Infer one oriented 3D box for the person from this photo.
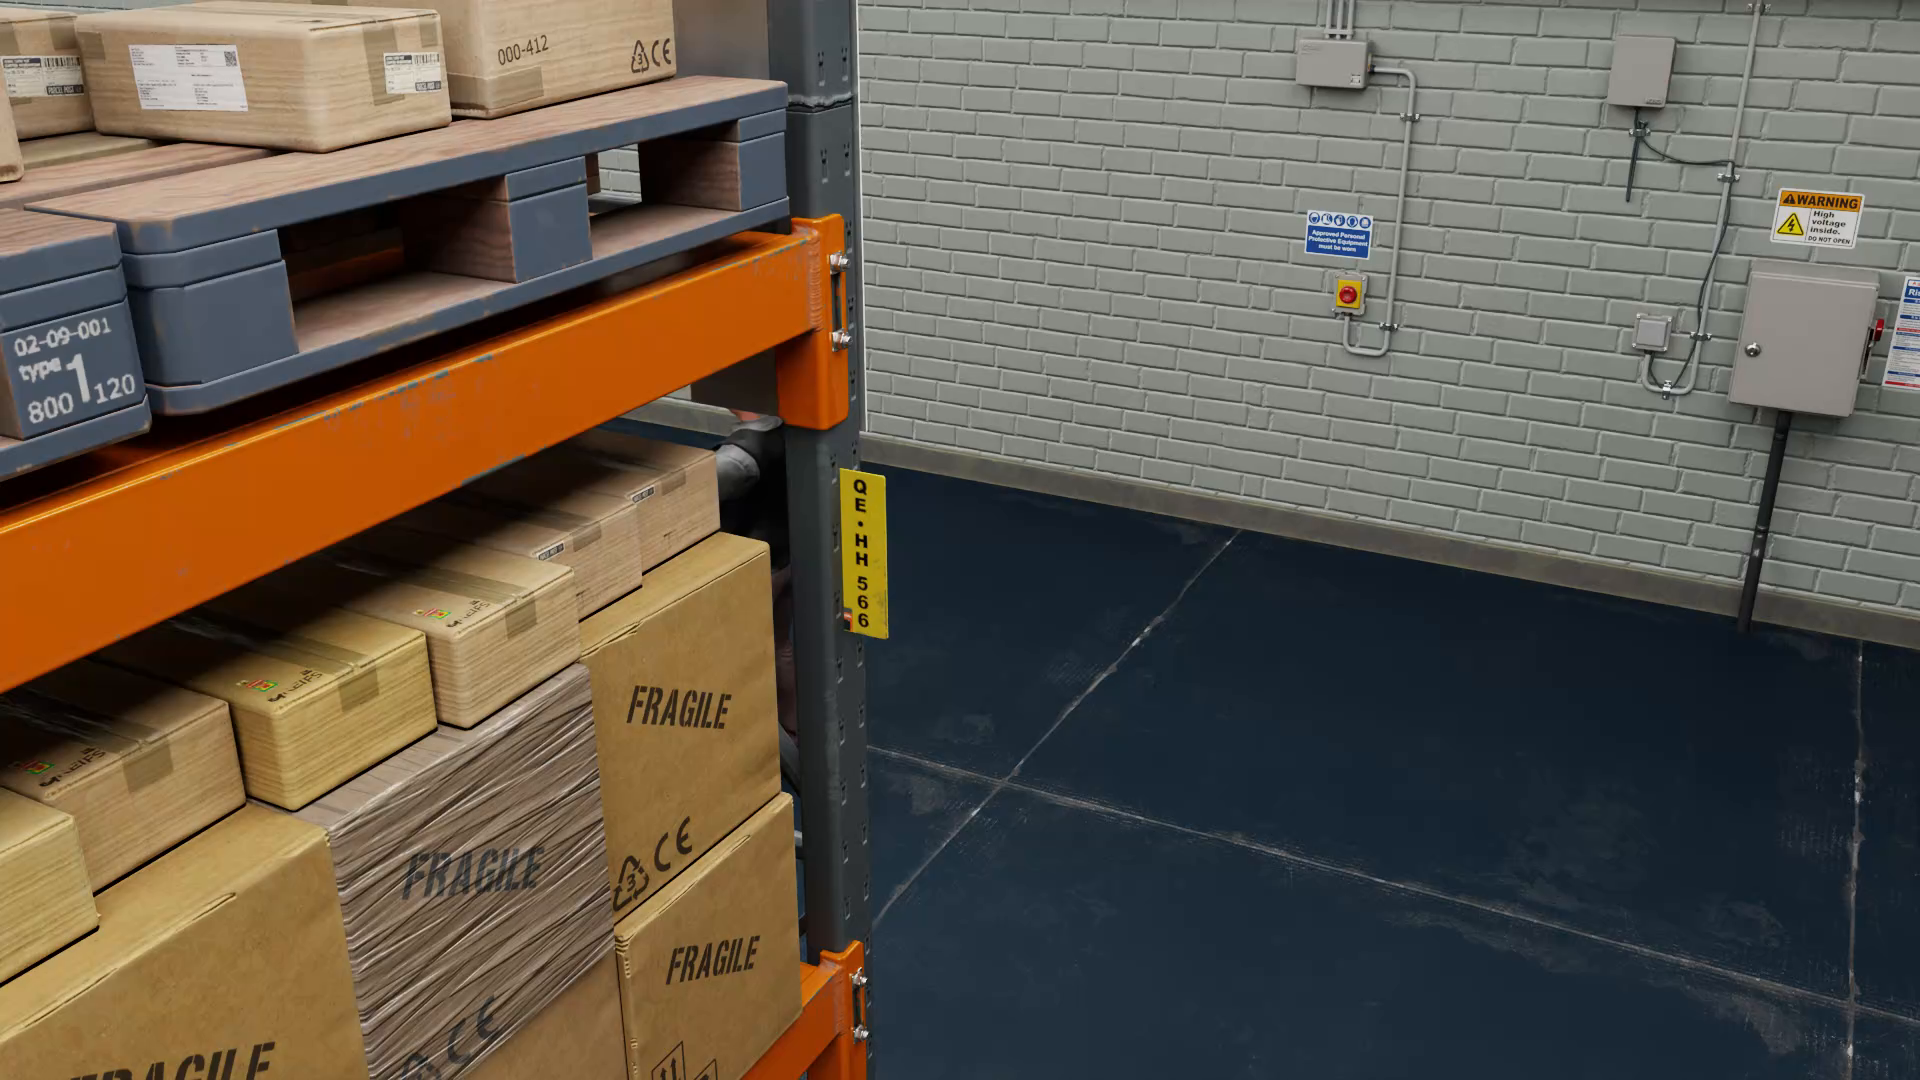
[{"bbox_3d":[-0.869,0.098,6.401,0.551,1.711,0.494,11,25,26],"label":"person"}]
